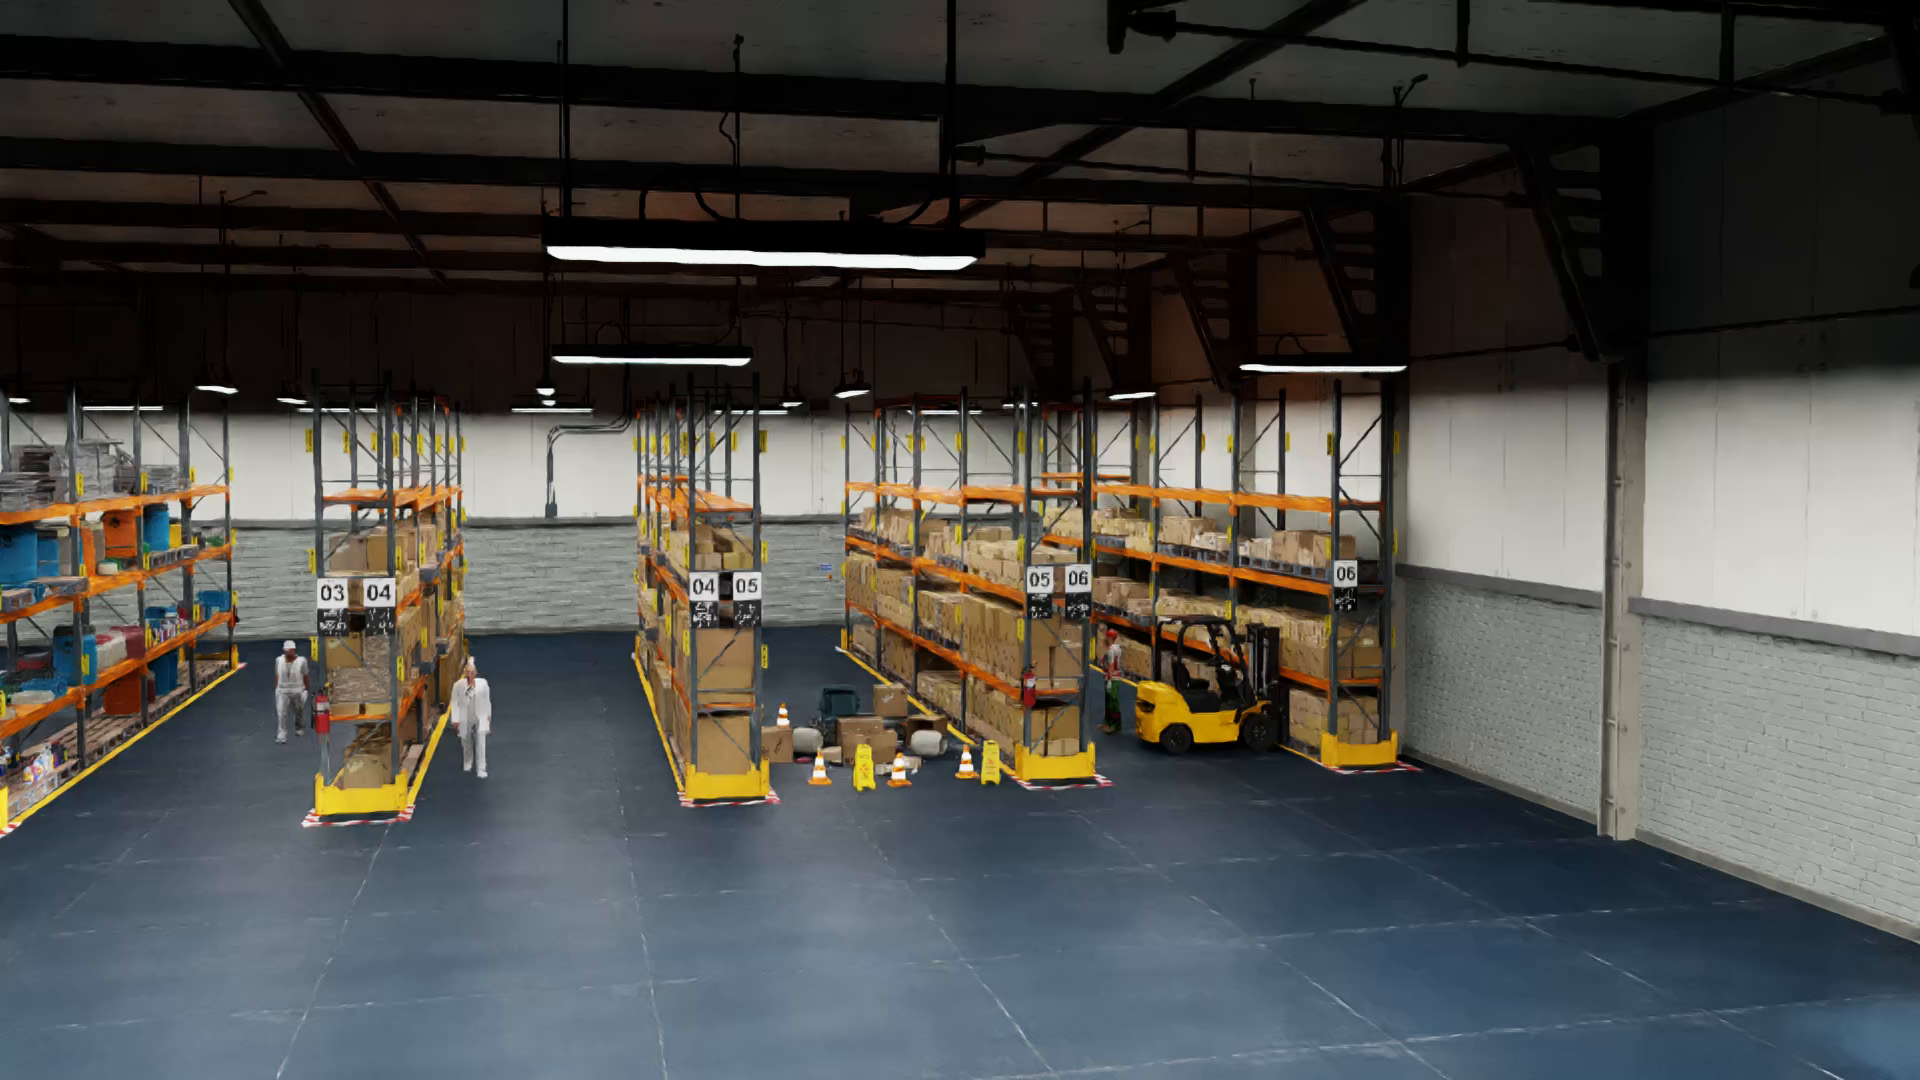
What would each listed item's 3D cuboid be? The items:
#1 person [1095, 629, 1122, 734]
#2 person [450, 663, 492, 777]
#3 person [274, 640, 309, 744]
[{"bbox_3d":[2.570,2.430,28.810,0.490,1.787,0.608,1,3,16],"label":"person"},{"bbox_3d":[-7.353,2.685,24.998,0.589,1.696,1.185,-1,3,-15],"label":"person"},{"bbox_3d":[-11.225,2.523,27.917,0.563,1.707,1.118,-1,3,-16],"label":"person"}]
